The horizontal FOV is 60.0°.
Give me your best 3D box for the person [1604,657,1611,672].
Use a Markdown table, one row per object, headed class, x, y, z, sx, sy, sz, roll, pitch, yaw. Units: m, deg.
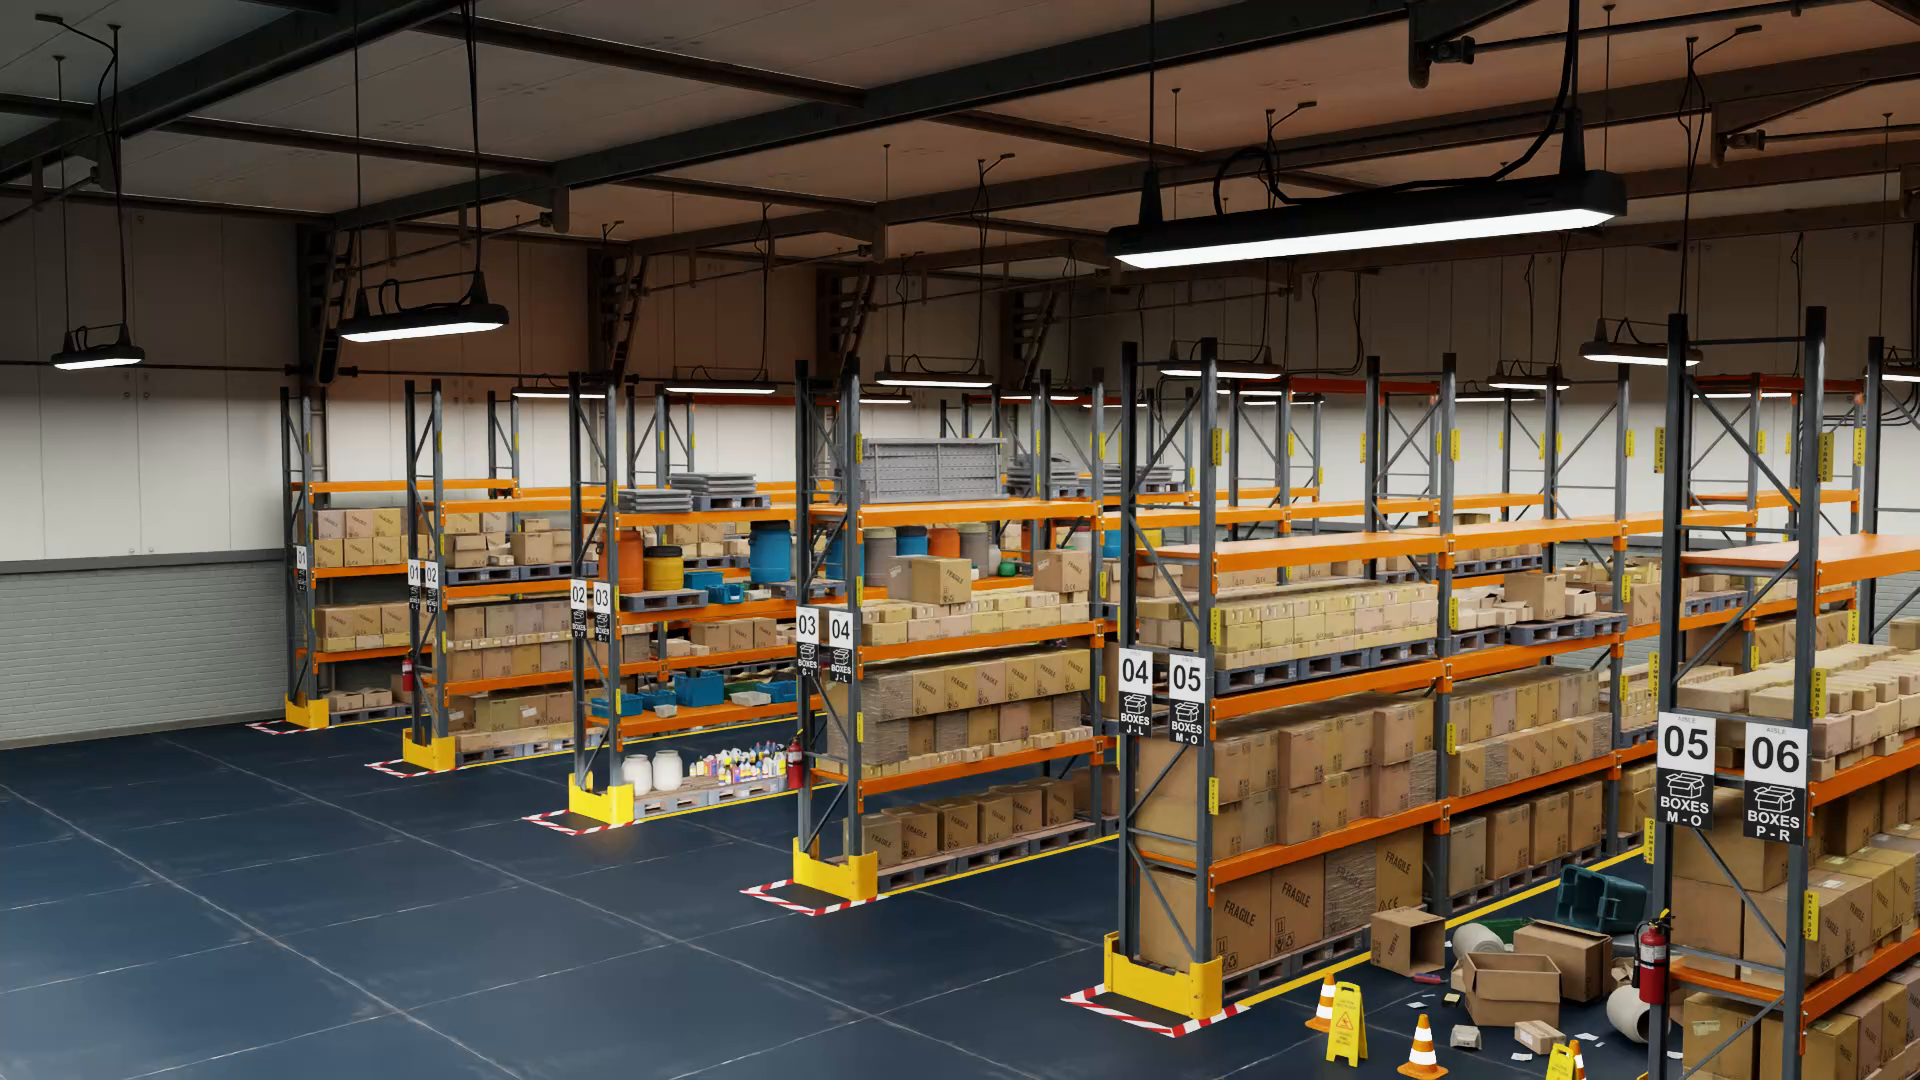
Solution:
| class | x | y | z | sx | sy | sz | roll | pitch | yaw |
| --- | --- | --- | --- | --- | --- | --- | --- | --- | --- |
| person | 10.461 | 2.631 | 26.617 | 0.488 | 1.670 | 0.488 | -2 | 4 | -25 |
